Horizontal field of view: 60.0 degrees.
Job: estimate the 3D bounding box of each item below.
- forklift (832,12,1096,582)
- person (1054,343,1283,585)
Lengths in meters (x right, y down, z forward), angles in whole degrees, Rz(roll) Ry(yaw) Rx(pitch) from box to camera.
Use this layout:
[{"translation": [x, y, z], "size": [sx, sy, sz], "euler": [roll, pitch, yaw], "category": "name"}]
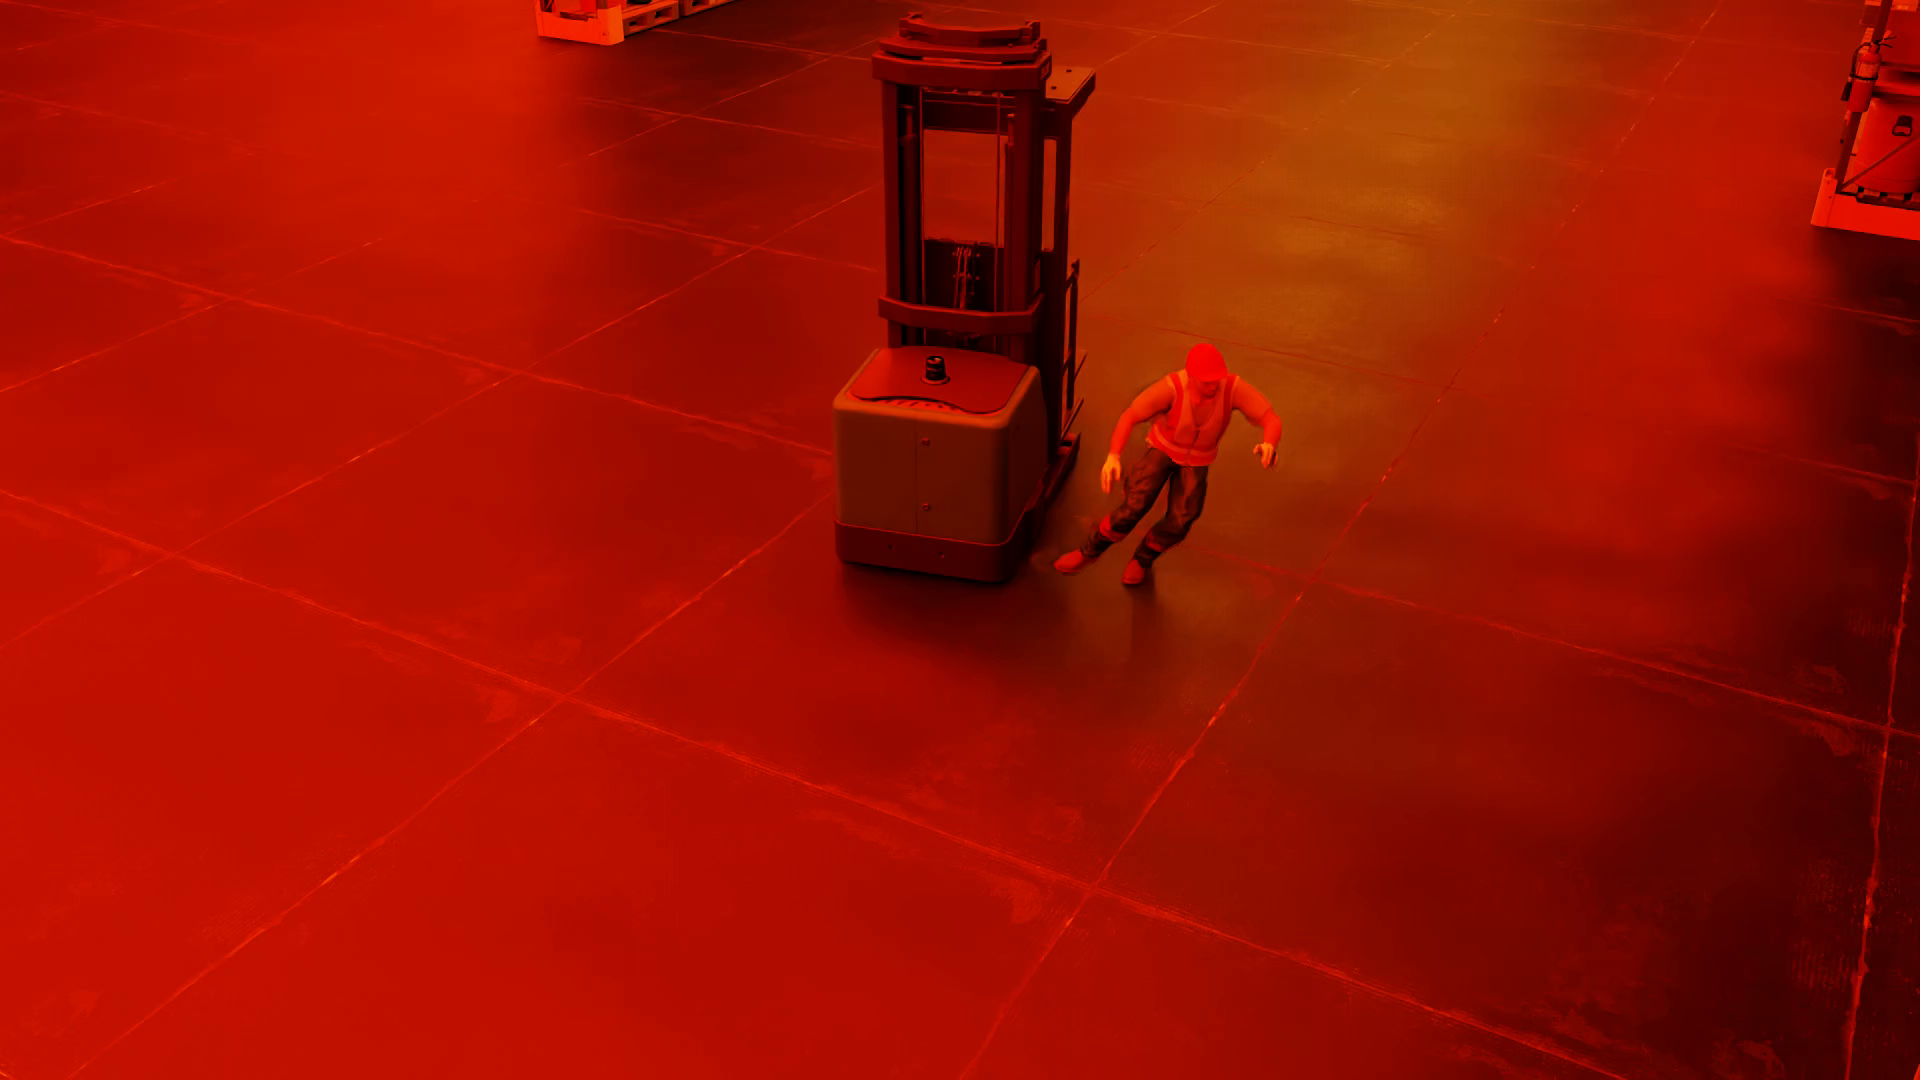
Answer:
[{"translation": [0.166, -1.755, 10.112], "size": [1.130, 2.935, 3.031], "euler": [8, 31, 14], "category": "forklift"}, {"translation": [1.136, -0.356, 9.106], "size": [1.187, 1.525, 0.930], "euler": [-2, 30, -4], "category": "person"}]
